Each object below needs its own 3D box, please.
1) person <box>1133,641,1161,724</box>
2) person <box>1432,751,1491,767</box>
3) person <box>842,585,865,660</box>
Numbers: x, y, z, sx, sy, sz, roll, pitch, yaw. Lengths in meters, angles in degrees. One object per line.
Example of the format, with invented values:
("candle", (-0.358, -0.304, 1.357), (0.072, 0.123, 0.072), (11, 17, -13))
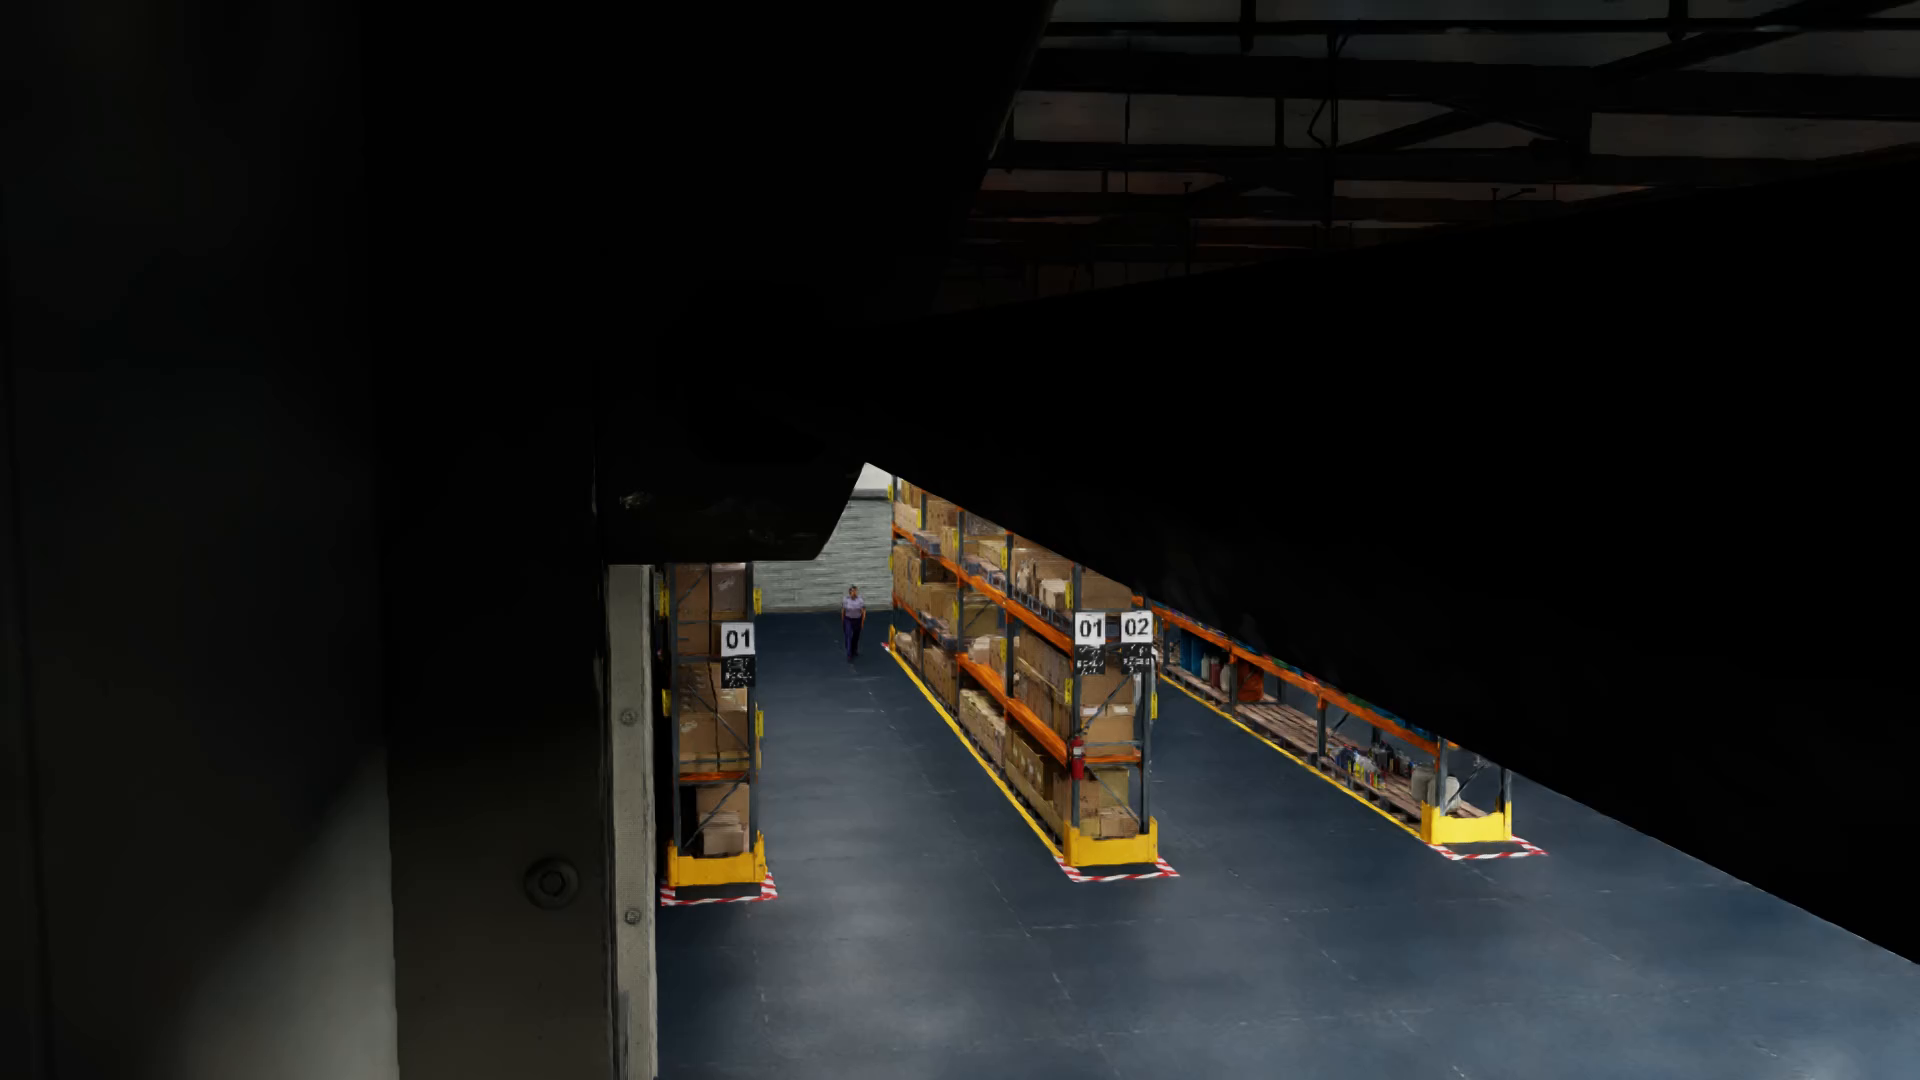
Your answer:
("person", (3.187, 2.424, 28.846), (0.625, 1.611, 0.582), (-1, 6, -13))
("person", (7.793, 2.727, 25.900), (0.637, 1.603, 0.813), (-3, 7, -27))
("person", (-2.252, 1.725, 35.300), (0.478, 1.567, 1.083), (-1, 6, -12))
